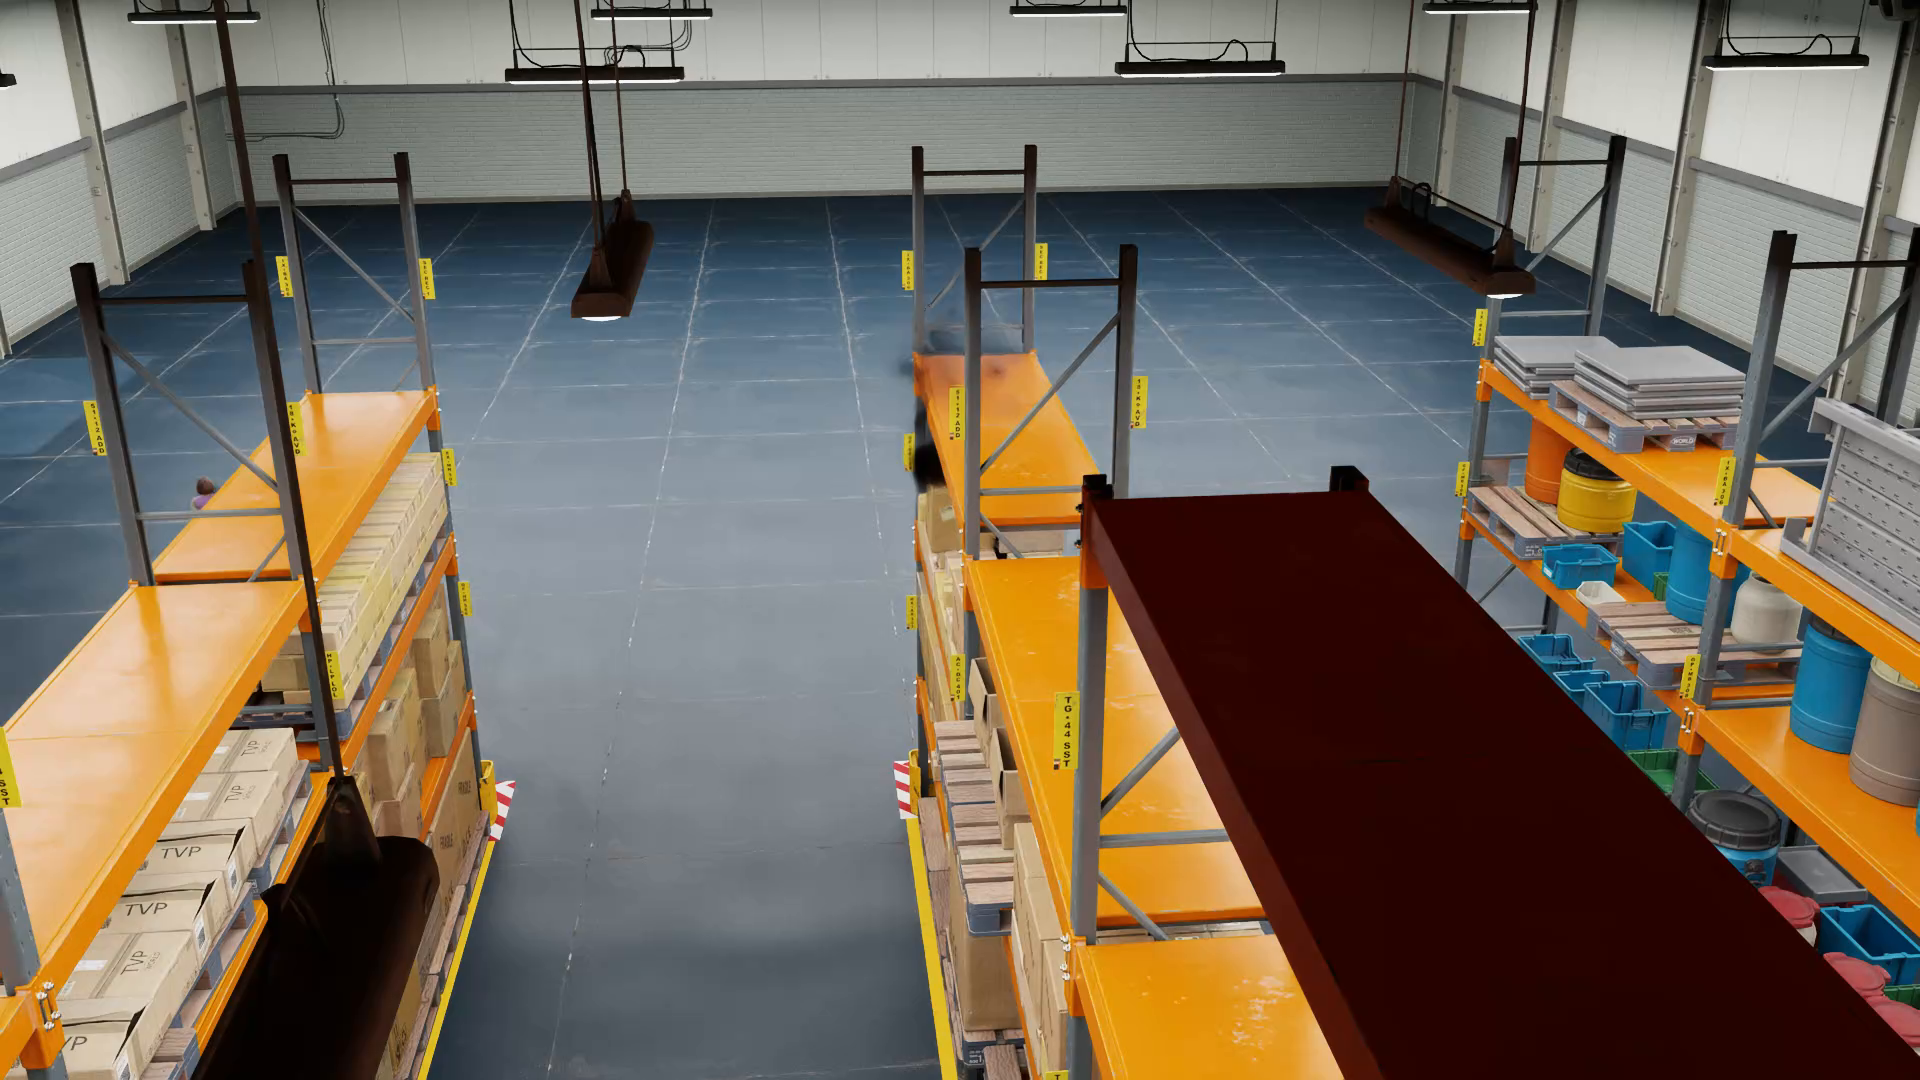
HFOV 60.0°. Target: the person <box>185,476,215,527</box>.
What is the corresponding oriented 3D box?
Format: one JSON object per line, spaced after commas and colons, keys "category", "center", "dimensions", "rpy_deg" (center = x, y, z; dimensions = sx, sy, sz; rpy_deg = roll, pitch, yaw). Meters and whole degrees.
{"category": "person", "center": [-8.746, 0.031, 19.484], "dimensions": [0.562, 1.578, 0.604], "rpy_deg": [-17, 27, -37]}
